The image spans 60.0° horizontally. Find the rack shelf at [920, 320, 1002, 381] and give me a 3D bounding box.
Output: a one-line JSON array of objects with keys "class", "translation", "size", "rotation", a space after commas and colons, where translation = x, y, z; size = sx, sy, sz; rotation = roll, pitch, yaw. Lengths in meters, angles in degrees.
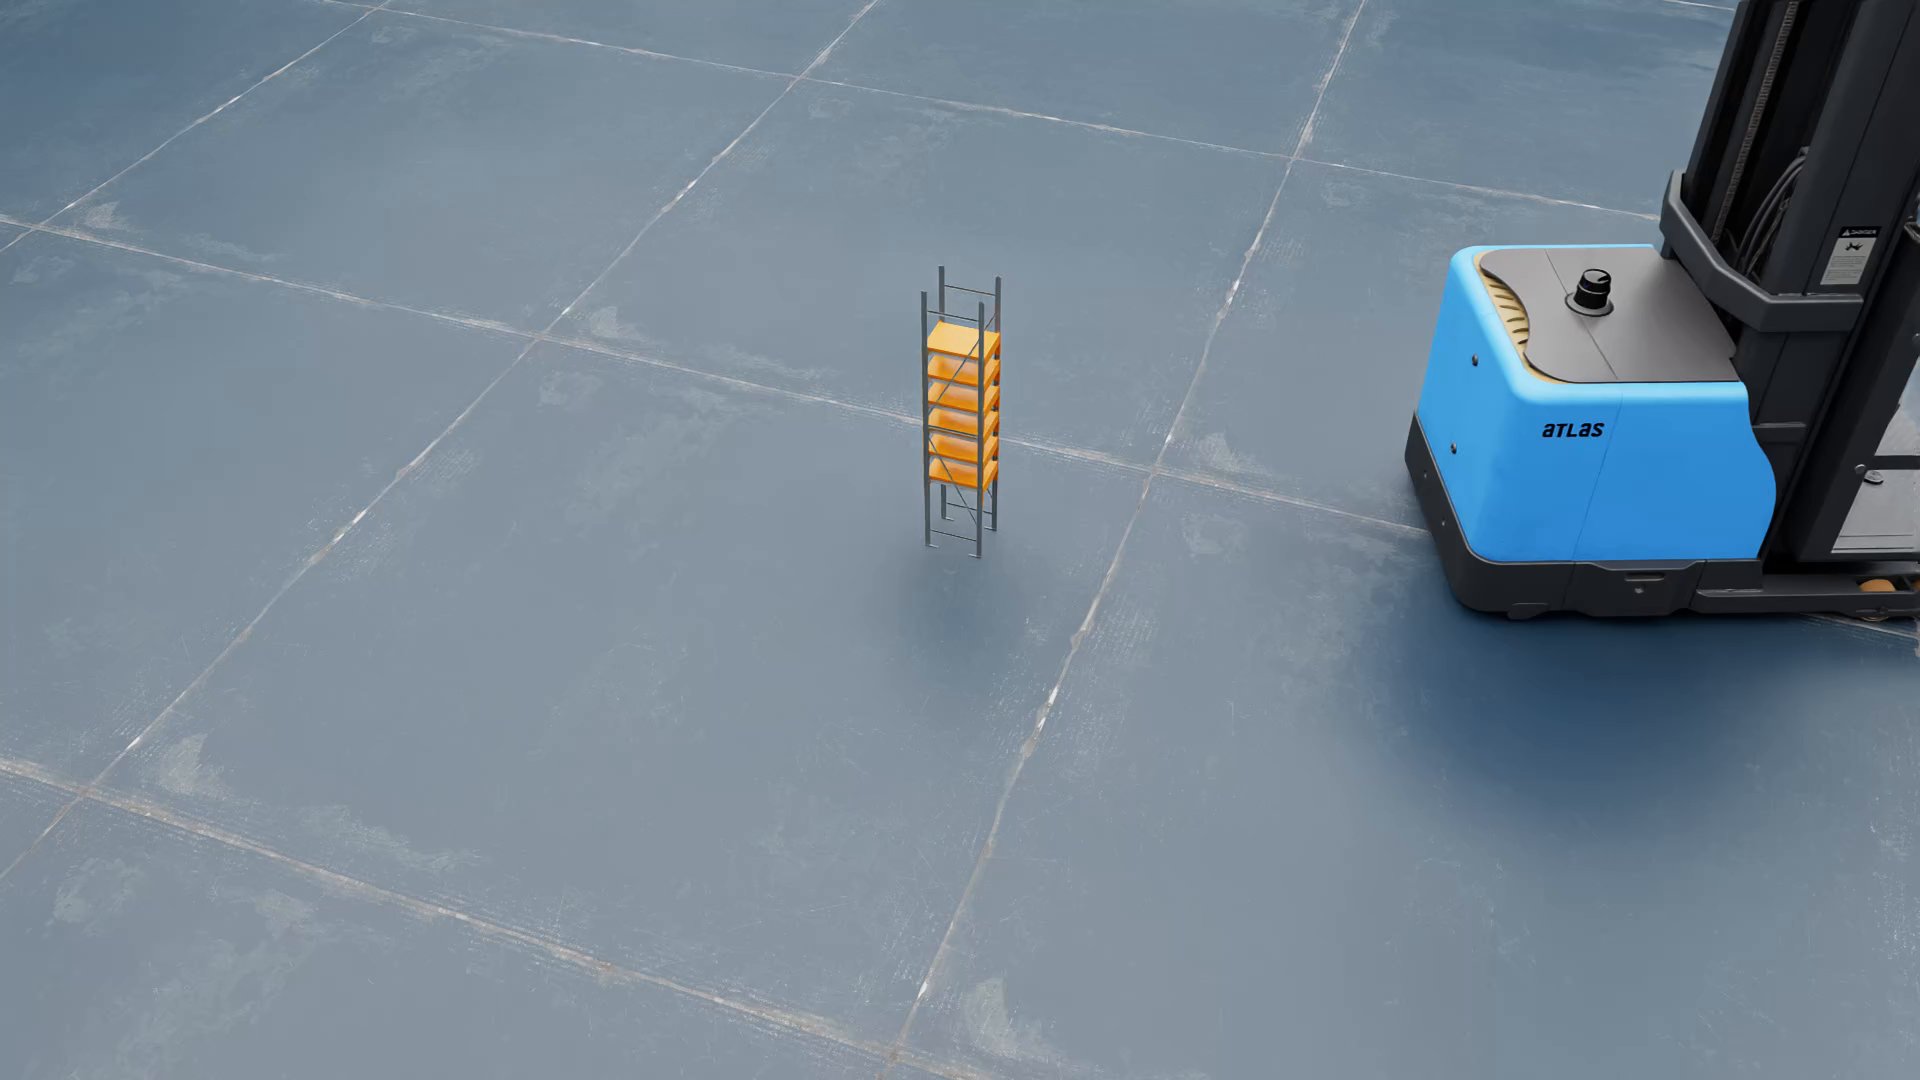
[{"class": "rack shelf", "translation": [0.005, -0.705, 6.166], "size": [0.258, 0.103, 0.180], "rotation": [13, 42, 15]}]

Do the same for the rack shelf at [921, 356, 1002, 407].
[{"class": "rack shelf", "translation": [0.005, -0.614, 6.244], "size": [0.258, 0.103, 0.180], "rotation": [13, 42, 15]}]

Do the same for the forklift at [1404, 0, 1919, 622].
[{"class": "forklift", "translation": [3.405, -1.148, 5.838], "size": [3.031, 2.935, 1.130], "rotation": [-1, 40, -1]}]

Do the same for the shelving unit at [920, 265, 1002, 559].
[{"class": "shelving unit", "translation": [0.005, -0.465, 6.371], "size": [0.258, 1.200, 0.189], "rotation": [13, 42, 15]}]

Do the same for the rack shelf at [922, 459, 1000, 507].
[{"class": "rack shelf", "translation": [0.005, -0.249, 6.556], "size": [0.258, 0.103, 0.180], "rotation": [13, 42, 15]}]

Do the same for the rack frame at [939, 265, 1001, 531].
[{"class": "rack frame", "translation": [0.036, -0.521, 6.436], "size": [0.240, 1.200, 0.006], "rotation": [13, 42, 15]}]

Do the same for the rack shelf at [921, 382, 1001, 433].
[{"class": "rack shelf", "translation": [0.005, -0.523, 6.322], "size": [0.258, 0.103, 0.180], "rotation": [13, 42, 15]}]

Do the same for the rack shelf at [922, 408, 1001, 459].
[{"class": "rack shelf", "translation": [0.005, -0.431, 6.400], "size": [0.258, 0.103, 0.180], "rotation": [13, 42, 15]}]

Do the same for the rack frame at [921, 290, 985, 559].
[{"class": "rack frame", "translation": [-0.026, -0.409, 6.306], "size": [0.240, 1.200, 0.006], "rotation": [13, 42, 15]}]

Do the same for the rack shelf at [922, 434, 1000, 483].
[{"class": "rack shelf", "translation": [0.005, -0.340, 6.478], "size": [0.258, 0.103, 0.180], "rotation": [13, 42, 15]}]
